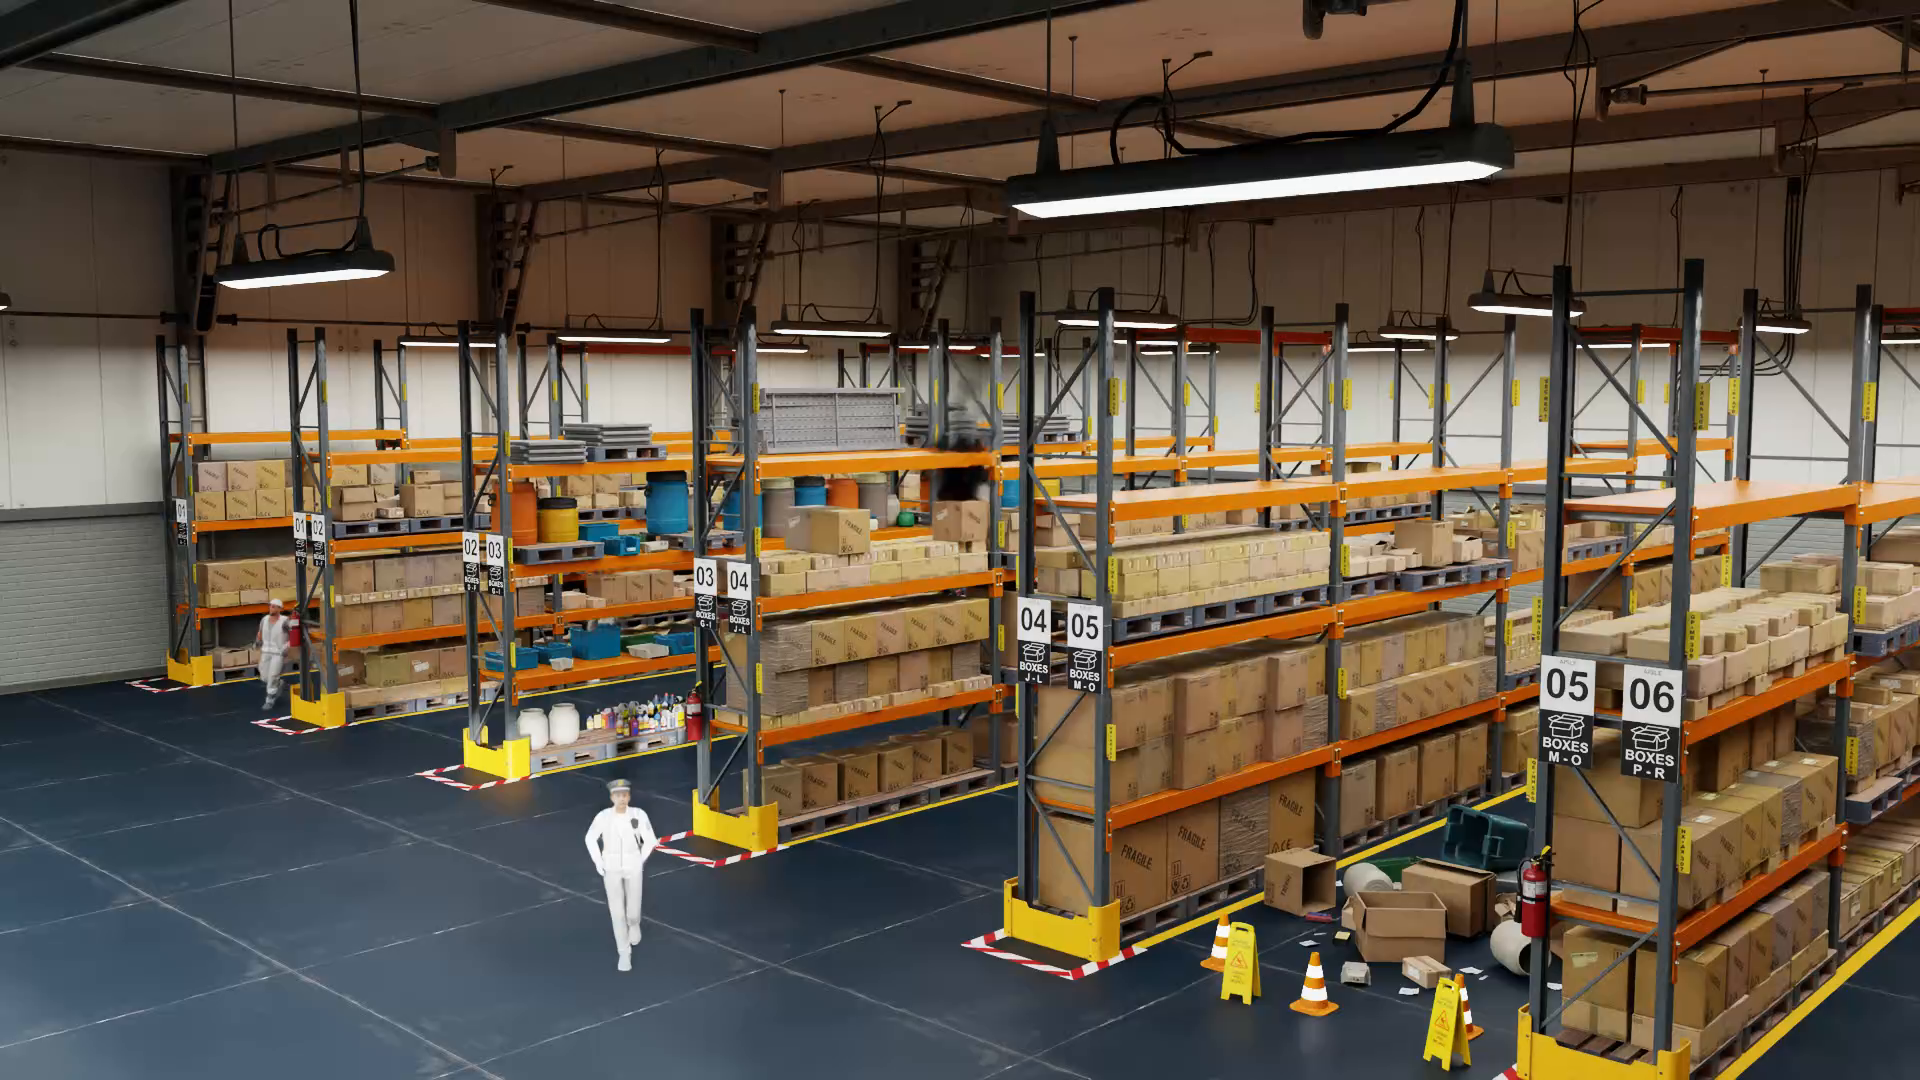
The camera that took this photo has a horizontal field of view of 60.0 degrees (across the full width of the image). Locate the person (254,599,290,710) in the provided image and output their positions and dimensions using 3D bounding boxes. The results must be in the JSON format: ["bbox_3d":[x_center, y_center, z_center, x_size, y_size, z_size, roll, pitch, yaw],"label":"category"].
[{"bbox_3d":[-10.915,1.804,26.627,0.680,1.755,0.708,1,5,10],"label":"person"}]

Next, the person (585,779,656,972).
[{"bbox_3d":[-3.033,2.949,14.890,0.627,1.668,0.656,-1,5,-11],"label":"person"}]

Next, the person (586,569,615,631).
[{"bbox_3d":[-6.660,1.364,31.054,0.662,1.792,1.049,4,7,38],"label":"person"}]

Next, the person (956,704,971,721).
[{"bbox_3d":[0.003,1.912,25.480,0.658,1.731,0.570,3,6,30],"label":"person"}]
